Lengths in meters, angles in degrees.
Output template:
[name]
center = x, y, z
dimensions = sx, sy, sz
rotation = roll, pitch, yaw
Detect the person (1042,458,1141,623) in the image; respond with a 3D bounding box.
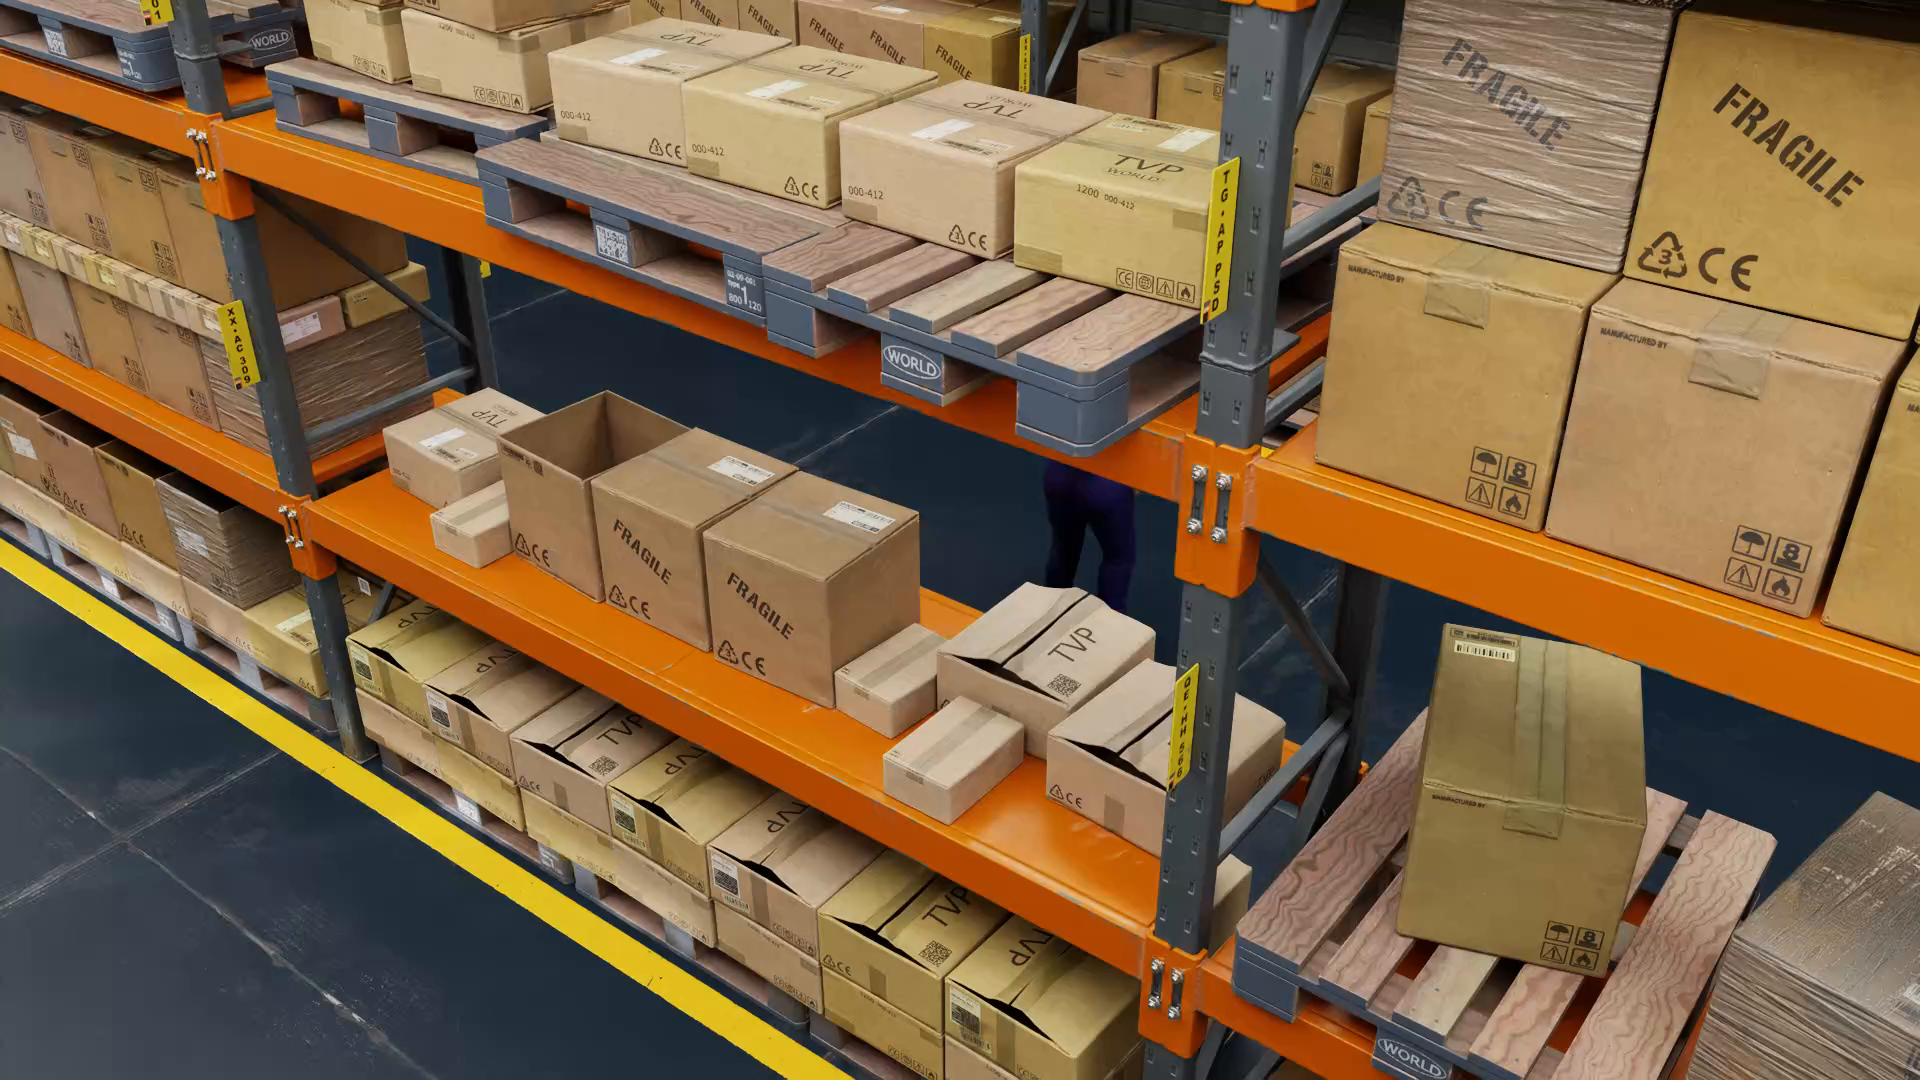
[person]
center = 0.620, -0.283, 7.606
dimensions = 0.502, 1.656, 0.437
rotation = 21, 37, 31
